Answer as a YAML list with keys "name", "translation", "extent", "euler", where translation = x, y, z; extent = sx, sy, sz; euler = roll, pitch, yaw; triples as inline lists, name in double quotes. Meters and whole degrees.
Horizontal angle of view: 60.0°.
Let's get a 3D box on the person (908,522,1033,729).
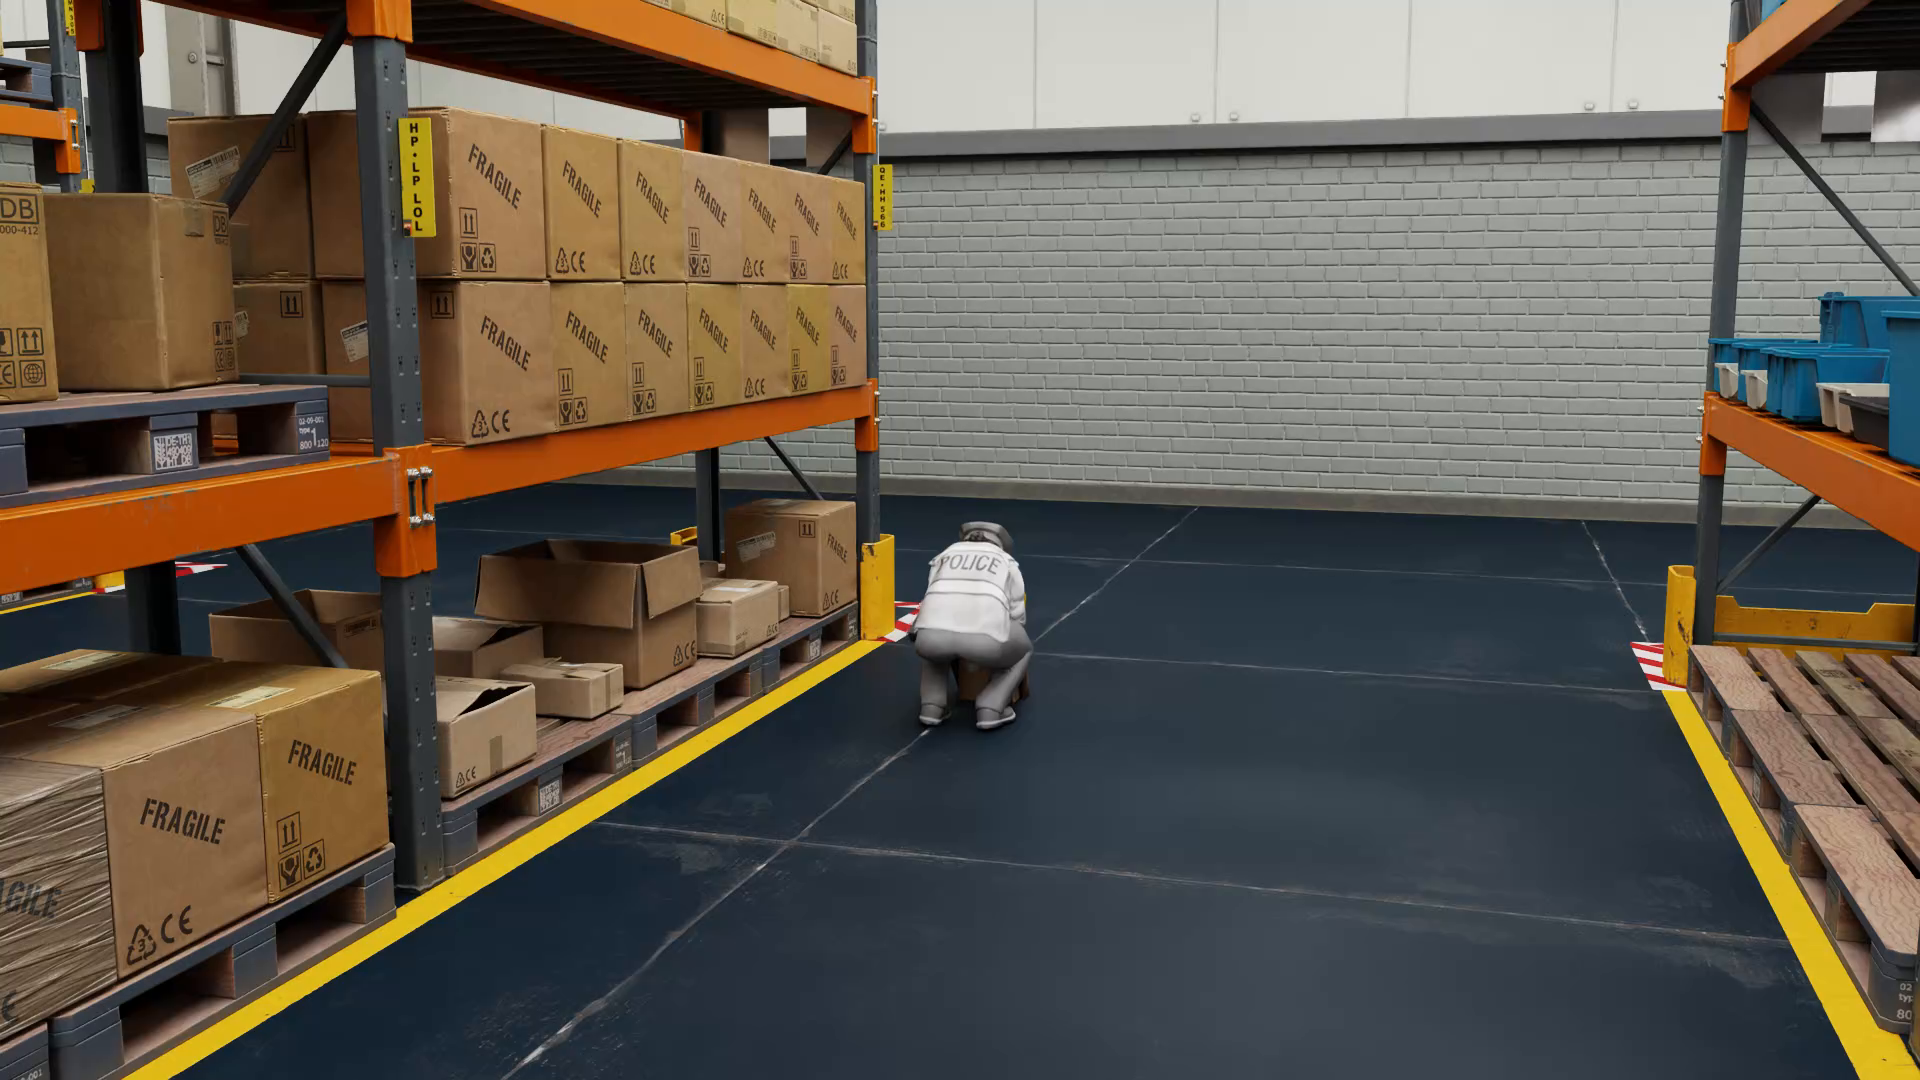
- name: "person"
  translation: [0.064, 0.380, 7.023]
  extent: [0.475, 0.847, 0.898]
  euler: [2, 9, 15]
